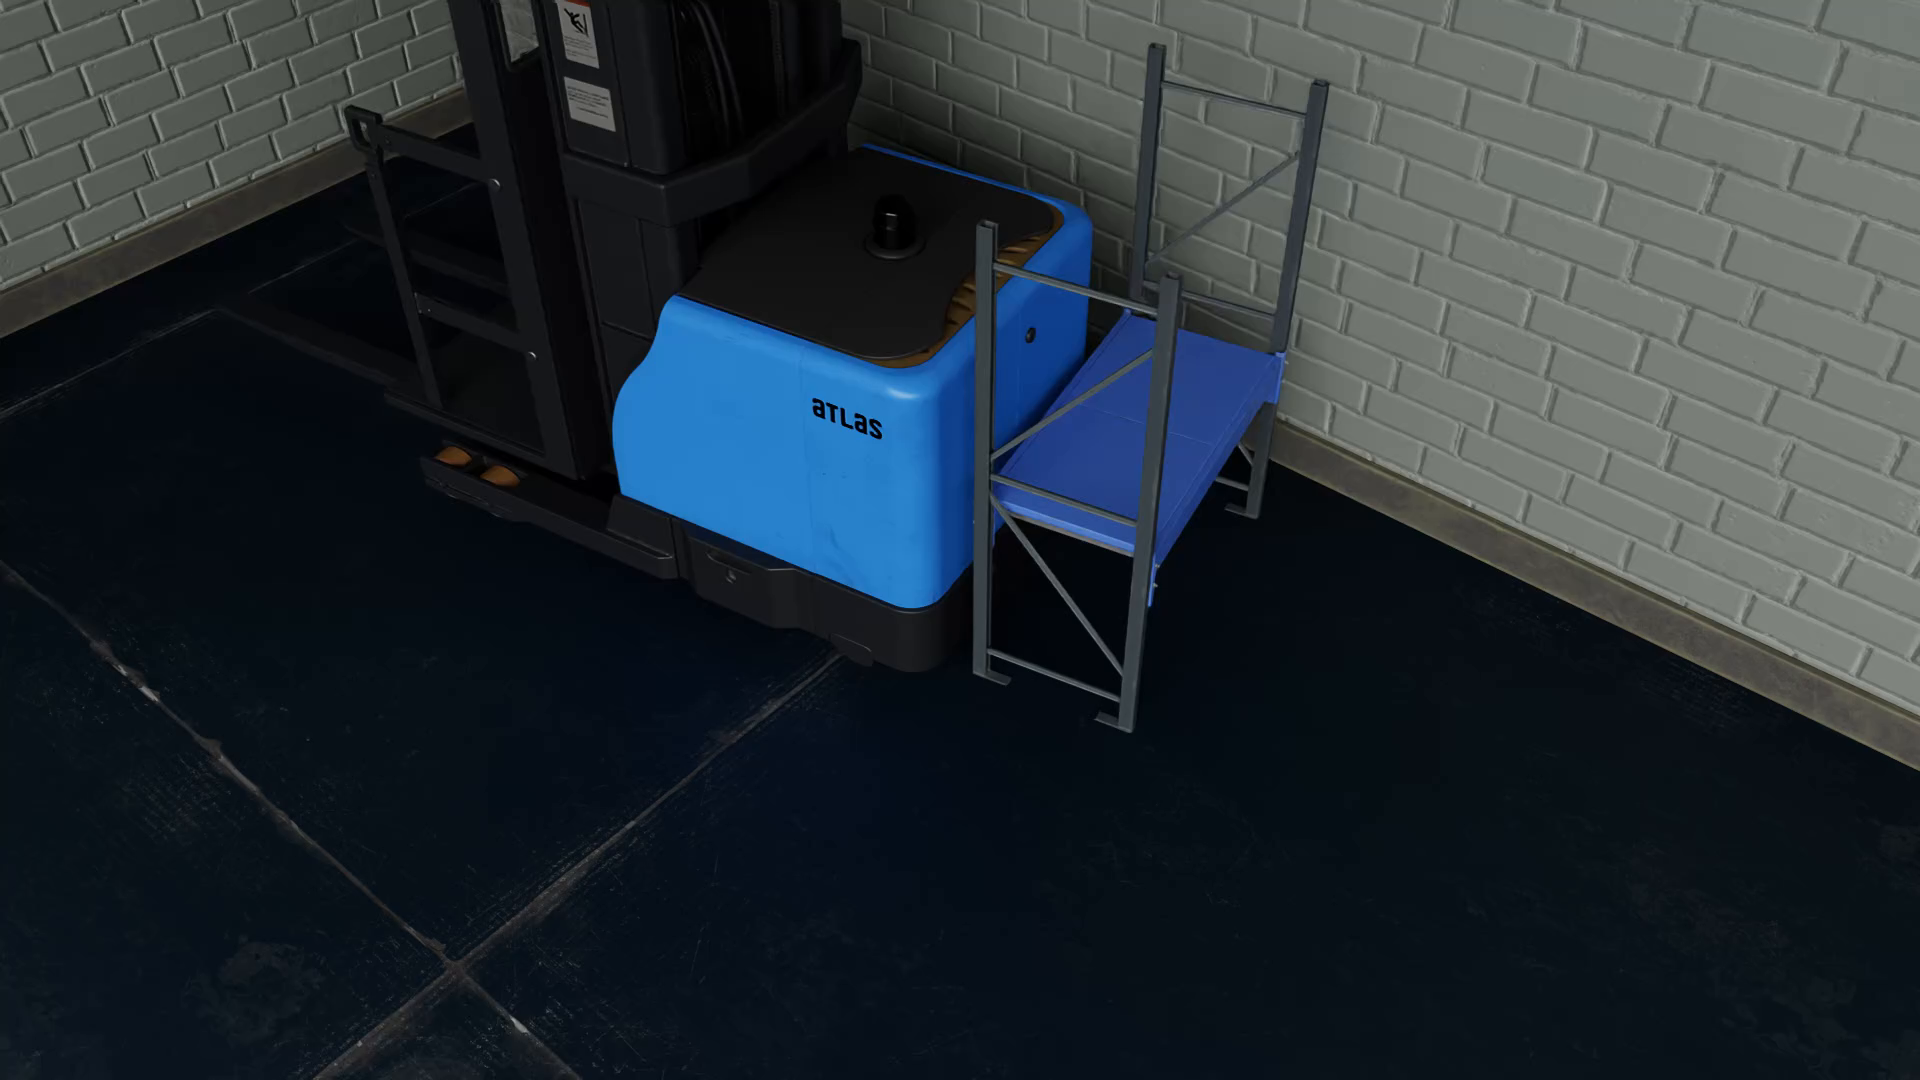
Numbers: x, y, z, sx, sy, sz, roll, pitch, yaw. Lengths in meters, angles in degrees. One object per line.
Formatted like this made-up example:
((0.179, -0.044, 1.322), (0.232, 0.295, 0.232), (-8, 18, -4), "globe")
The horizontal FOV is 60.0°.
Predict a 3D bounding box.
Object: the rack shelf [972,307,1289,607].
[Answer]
((0.500, -0.269, 4.699), (0.538, 0.185, 1.000), (19, 46, 20), "rack shelf")

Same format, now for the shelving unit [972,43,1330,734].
((0.500, -0.402, 4.578), (0.538, 1.500, 1.048), (19, 46, 20), "shelving unit")

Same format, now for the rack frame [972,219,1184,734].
((0.265, -0.099, 4.244), (0.500, 1.500, 0.032), (19, 46, 20), "rack frame")

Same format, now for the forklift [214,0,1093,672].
((-1.144, -1.441, 4.657), (3.031, 2.935, 1.130), (21, 46, 22), "forklift")

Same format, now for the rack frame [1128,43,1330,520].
((0.735, -0.705, 4.911), (0.500, 1.500, 0.032), (19, 46, 20), "rack frame")
